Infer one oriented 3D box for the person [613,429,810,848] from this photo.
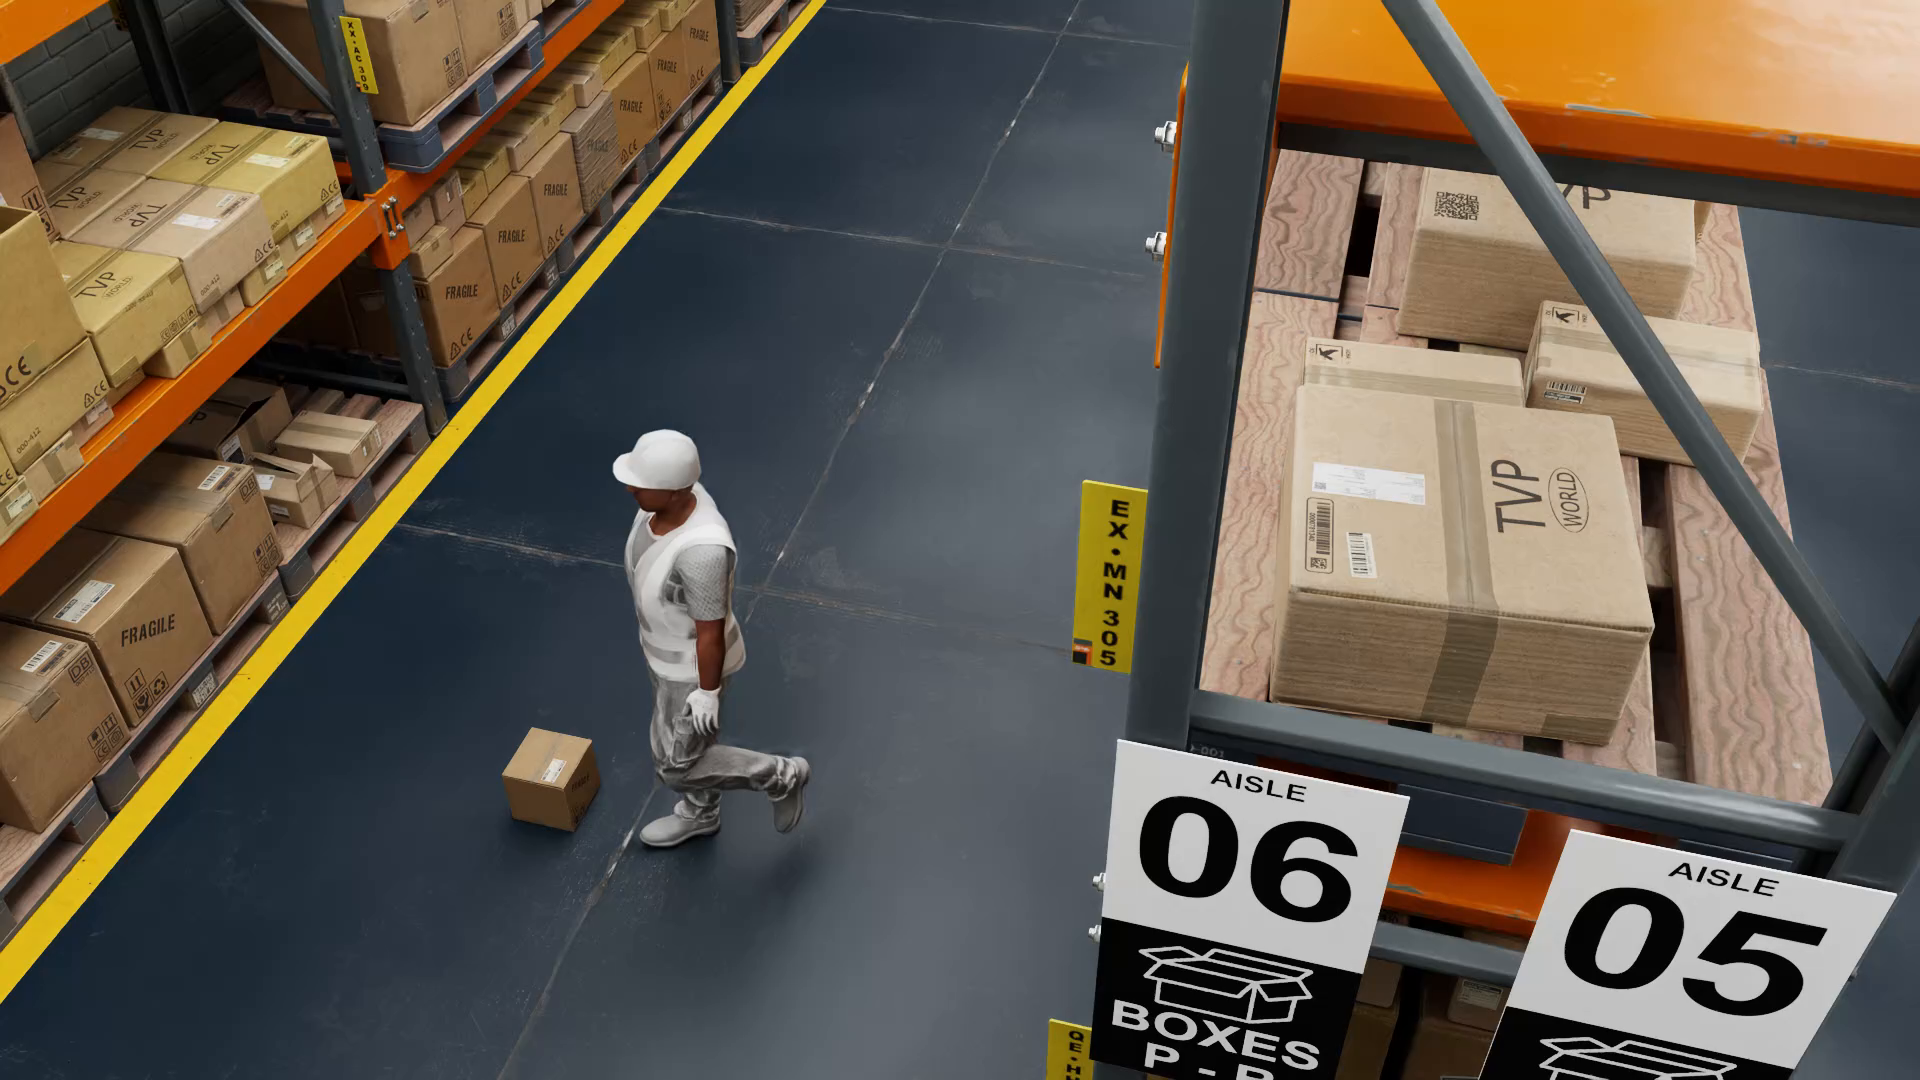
[{"bbox_3d":[-0.902,0.372,5.695,0.622,1.785,0.604,-15,43,-17],"label":"person"}]
